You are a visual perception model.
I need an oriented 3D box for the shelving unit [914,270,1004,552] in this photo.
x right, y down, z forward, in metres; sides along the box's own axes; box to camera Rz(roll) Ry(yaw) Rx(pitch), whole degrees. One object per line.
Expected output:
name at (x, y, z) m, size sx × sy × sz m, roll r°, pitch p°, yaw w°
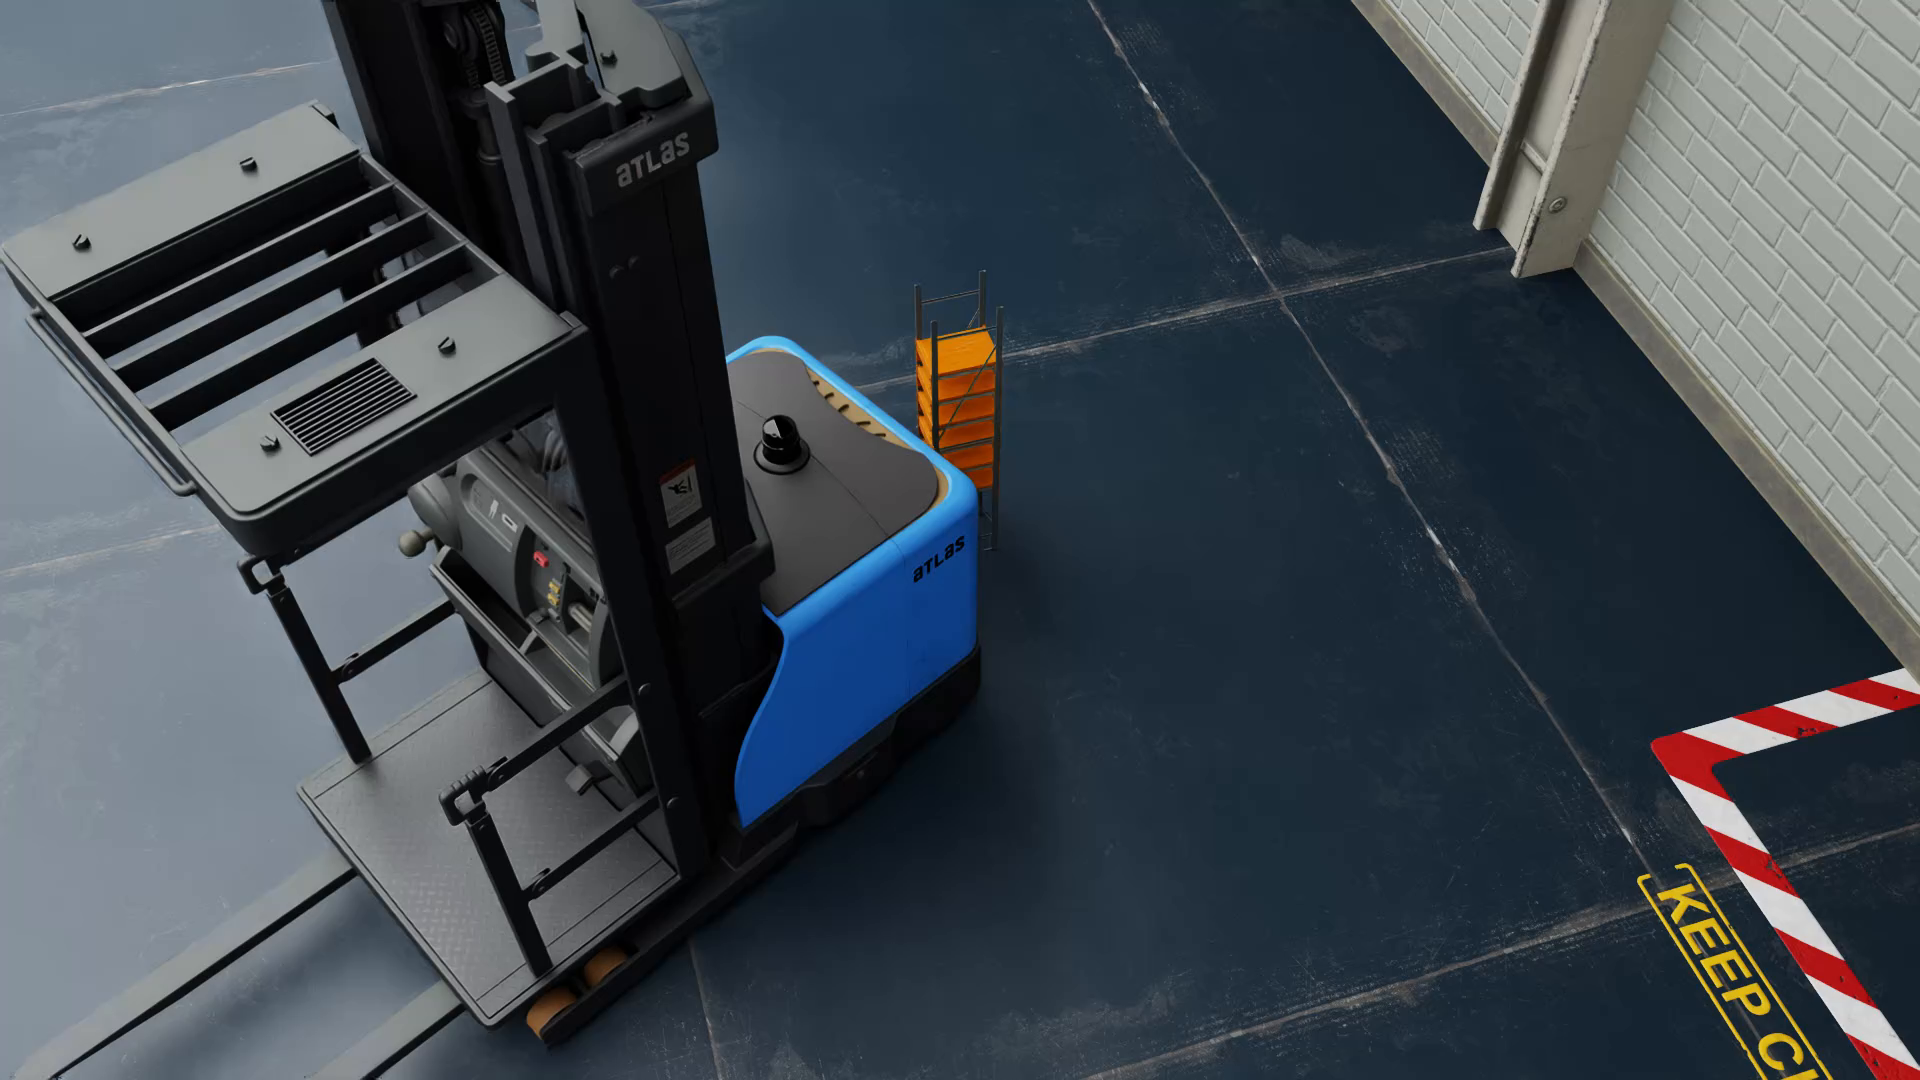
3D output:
shelving unit at (-0.004, -0.397, 5.800) m, size 0.258 × 1.200 × 0.189 m, roll -13°, pitch 51°, yaw -11°

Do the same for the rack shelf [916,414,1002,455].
rack shelf at (-0.004, -0.369, 5.834) m, size 0.258 × 0.103 × 0.180 m, roll -13°, pitch 51°, yaw -11°

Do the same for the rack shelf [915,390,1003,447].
rack shelf at (-0.004, -0.446, 5.742) m, size 0.258 × 0.103 × 0.180 m, roll -13°, pitch 51°, yaw -11°

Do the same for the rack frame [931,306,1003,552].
rack frame at (0.023, -0.330, 5.744) m, size 0.240 × 1.200 × 0.006 m, roll -13°, pitch 51°, yaw -11°

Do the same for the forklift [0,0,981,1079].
forklift at (-1.344, 0.097, 4.251) m, size 3.031 × 2.935 × 1.130 m, roll -36°, pitch 59°, yaw -26°

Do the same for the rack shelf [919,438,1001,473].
rack shelf at (-0.004, -0.291, 5.926) m, size 0.258 × 0.103 × 0.180 m, roll -13°, pitch 51°, yaw -11°

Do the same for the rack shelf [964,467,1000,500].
rack shelf at (-0.004, -0.214, 6.018) m, size 0.258 × 0.103 × 0.180 m, roll -13°, pitch 51°, yaw -11°

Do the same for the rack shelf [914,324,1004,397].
rack shelf at (-0.004, -0.601, 5.559) m, size 0.258 × 0.103 × 0.180 m, roll -13°, pitch 51°, yaw -11°

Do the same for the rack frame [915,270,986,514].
rack frame at (-0.031, -0.464, 5.857) m, size 0.240 × 1.200 × 0.006 m, roll -13°, pitch 51°, yaw -11°

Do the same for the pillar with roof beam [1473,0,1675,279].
pillar with roof beam at (-1.613, -3.238, 3.094) m, size 9.100 × 9.000 × 0.400 m, roll -13°, pitch 51°, yaw -11°

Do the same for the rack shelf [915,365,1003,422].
rack shelf at (-0.004, -0.523, 5.651) m, size 0.258 × 0.103 × 0.180 m, roll -13°, pitch 51°, yaw -11°
